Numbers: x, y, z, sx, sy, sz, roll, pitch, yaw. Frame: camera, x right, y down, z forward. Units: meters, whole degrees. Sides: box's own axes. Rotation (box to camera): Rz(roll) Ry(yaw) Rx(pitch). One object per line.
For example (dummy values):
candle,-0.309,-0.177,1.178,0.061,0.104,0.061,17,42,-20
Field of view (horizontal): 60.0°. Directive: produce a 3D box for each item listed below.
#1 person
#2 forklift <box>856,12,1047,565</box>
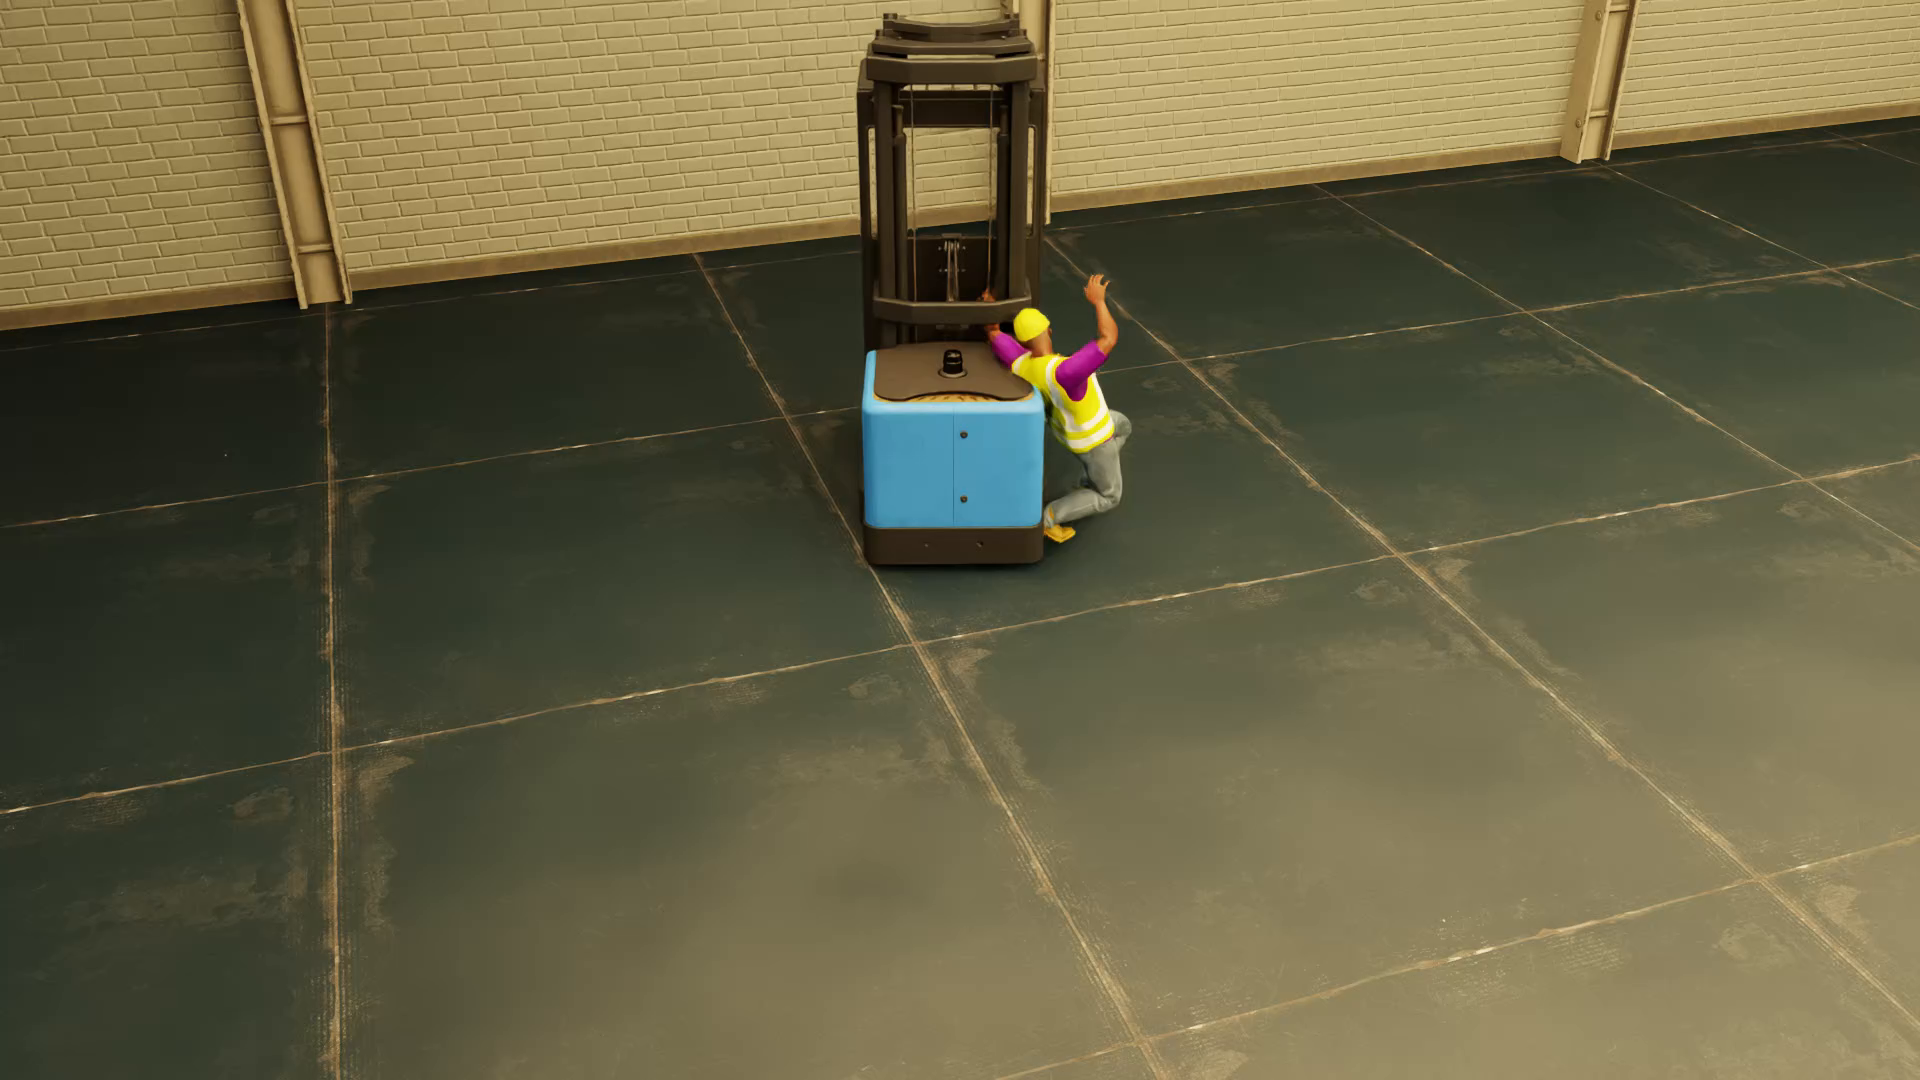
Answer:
person,0.619,-0.871,9.865,0.854,1.636,1.156,-12,32,-20
forklift,-0.054,-1.823,10.255,1.130,2.935,3.031,0,30,-1
